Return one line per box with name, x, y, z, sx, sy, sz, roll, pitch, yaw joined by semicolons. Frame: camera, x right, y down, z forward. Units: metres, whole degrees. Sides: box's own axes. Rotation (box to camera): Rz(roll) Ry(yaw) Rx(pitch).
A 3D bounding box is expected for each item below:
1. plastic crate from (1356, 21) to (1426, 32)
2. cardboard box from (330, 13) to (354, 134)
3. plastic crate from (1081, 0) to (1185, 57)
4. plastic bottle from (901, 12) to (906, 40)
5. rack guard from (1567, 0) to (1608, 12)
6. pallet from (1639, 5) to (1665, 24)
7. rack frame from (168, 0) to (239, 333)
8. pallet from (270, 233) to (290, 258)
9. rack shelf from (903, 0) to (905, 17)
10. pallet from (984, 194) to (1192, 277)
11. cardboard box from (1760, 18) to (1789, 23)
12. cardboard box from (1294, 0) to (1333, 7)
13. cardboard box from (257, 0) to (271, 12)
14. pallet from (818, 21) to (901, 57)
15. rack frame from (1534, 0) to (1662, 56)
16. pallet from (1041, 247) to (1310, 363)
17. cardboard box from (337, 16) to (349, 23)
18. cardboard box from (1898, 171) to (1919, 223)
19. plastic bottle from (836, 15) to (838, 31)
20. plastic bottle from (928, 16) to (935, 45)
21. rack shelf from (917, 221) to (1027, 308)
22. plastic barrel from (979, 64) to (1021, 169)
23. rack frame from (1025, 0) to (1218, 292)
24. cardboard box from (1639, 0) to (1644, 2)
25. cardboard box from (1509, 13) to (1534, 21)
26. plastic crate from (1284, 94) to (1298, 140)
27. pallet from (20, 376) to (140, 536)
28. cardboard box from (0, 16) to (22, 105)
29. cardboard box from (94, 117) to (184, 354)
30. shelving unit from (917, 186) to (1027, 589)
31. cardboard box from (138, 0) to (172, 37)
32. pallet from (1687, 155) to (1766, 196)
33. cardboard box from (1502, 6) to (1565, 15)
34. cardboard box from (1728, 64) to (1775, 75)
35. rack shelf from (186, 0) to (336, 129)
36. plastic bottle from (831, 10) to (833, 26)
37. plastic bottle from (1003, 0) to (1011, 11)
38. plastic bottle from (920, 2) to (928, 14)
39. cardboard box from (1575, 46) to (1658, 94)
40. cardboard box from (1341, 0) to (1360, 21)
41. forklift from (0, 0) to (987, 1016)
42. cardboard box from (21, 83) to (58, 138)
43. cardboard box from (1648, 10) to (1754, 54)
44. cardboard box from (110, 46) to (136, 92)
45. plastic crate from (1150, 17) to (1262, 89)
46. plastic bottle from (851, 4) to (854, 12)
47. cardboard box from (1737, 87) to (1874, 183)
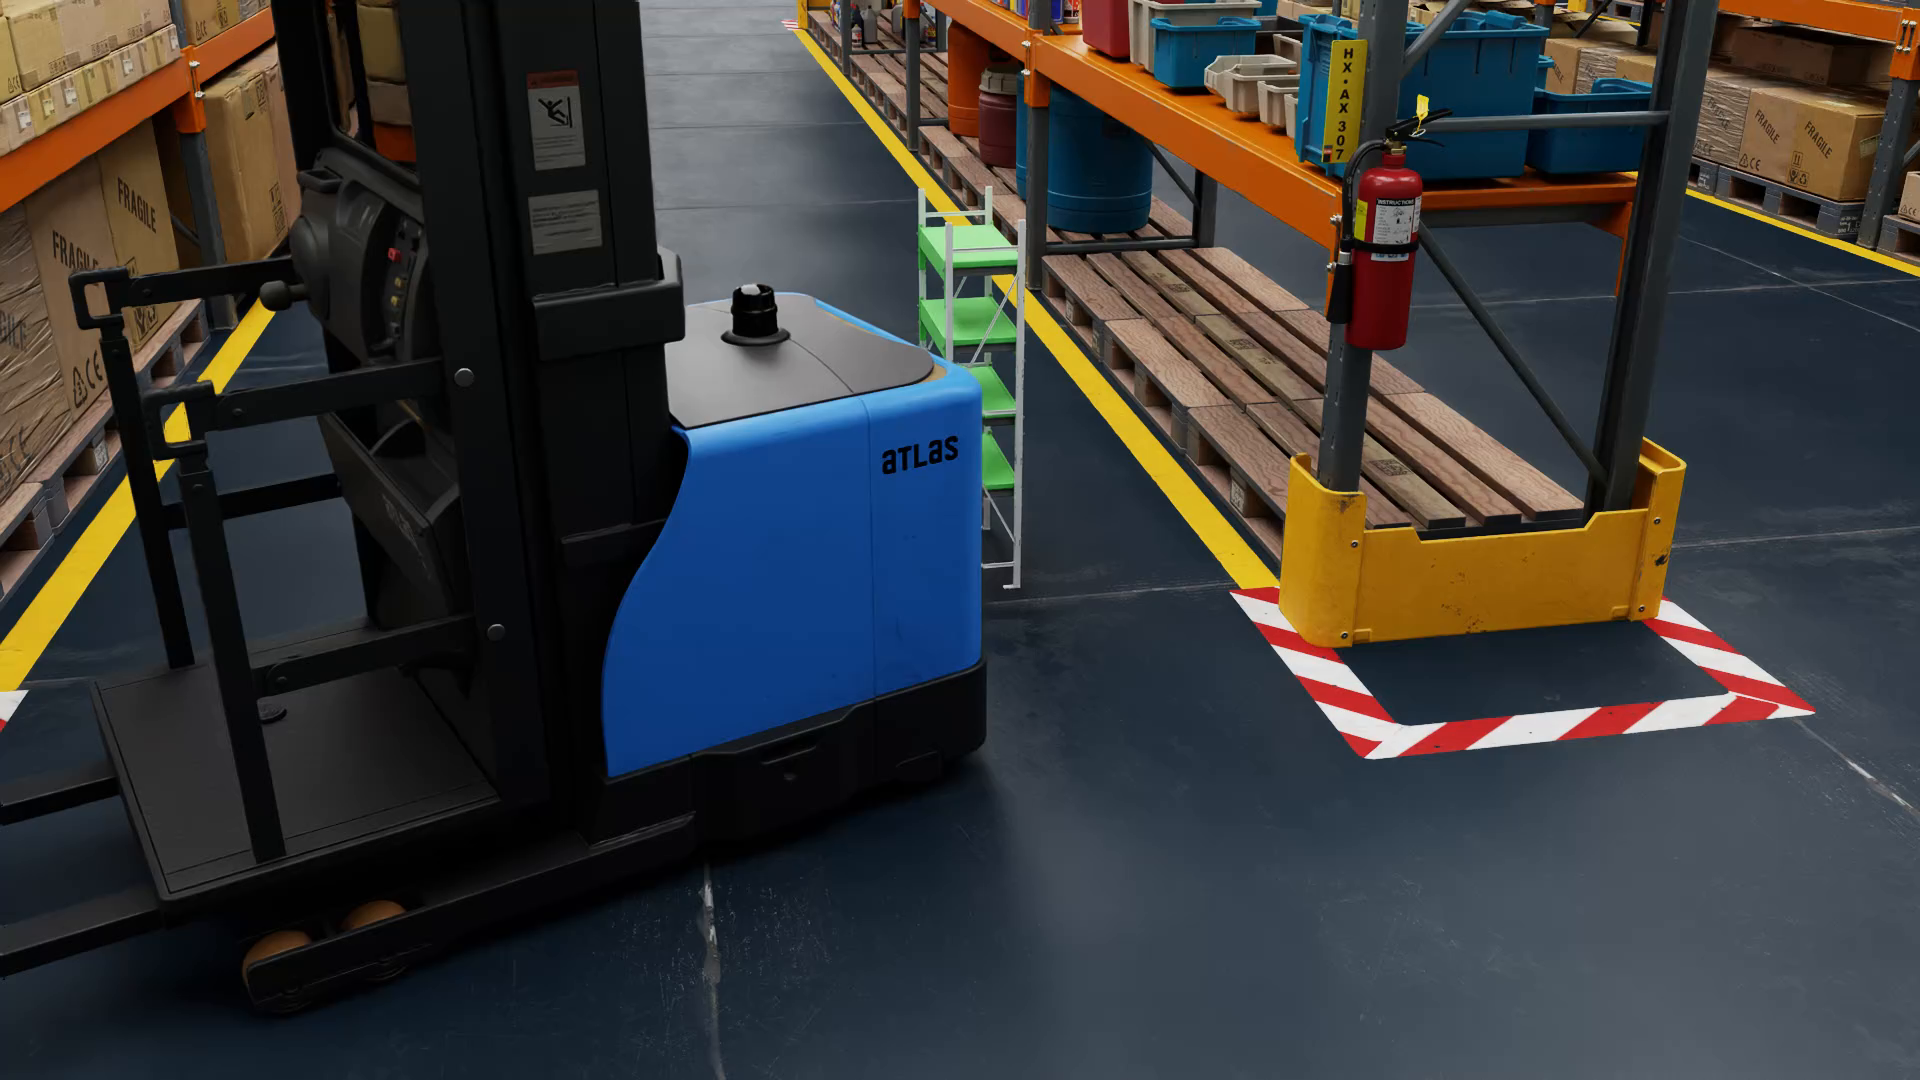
plastic crate;1.563;-1.872;6.423;0.416;0.233;0.300;-4;24;-10
cardboard box;-4.655;-2.890;10.749;1.225;0.875;0.875;-5;24;-12
plastic crate;0.763;-2.424;7.398;0.402;0.464;0.583;-4;24;-10
plastic bottle;-0.518;-5.209;16.689;0.144;0.351;0.185;-4;24;-10
rack guard;8.376;-7.015;21.187;1.175;0.500;0.348;-4;24;-10
pallet;8.714;-6.082;19.411;1.003;0.211;1.213;-4;24;-10
rack frame;-4.023;-2.371;7.430;1.000;3.000;0.127;-4;24;-10
pallet;-4.468;-1.871;9.771;1.003;0.211;1.213;-4;24;-10
rack shelf;-0.265;-4.767;13.817;1.077;0.370;4.000;-4;24;-10
pallet;0.743;-1.766;9.529;1.003;0.211;1.213;-4;24;-10
cardboard box;8.973;-5.728;18.109;0.380;0.166;0.250;-8;25;-17
cardboard box;3.853;-5.889;17.459;0.500;0.500;0.500;-4;24;-10
cardboard box;-4.149;-3.213;9.234;0.500;0.500;0.500;-4;24;-9
pallet;-0.947;-5.354;17.745;1.003;0.211;1.213;-4;24;-10
rack frame;4.974;-4.676;12.708;1.000;3.000;0.127;-4;24;-10
pallet;1.019;-1.173;8.172;1.003;0.211;1.213;-4;24;-10
cardboard box;-5.340;-4.141;14.058;0.700;0.500;0.500;-4;24;-10
cardboard box;5.579;-1.891;9.141;0.500;0.311;0.500;-4;24;-10
plastic bottle;-1.245;-5.427;17.375;0.097;0.201;0.097;0;24;0
plastic bottle;-0.263;-4.993;16.293;0.097;0.271;0.097;0;24;0
rack shelf;0.031;-0.866;5.194;0.258;0.148;0.480;-4;24;-10
plastic barrel;0.421;-2.762;10.815;0.600;0.588;0.708;-4;24;-10
rack frame;0.845;-2.737;8.269;1.000;3.000;0.127;-4;24;-10
cardboard box;8.507;-6.657;20.054;0.500;0.311;0.500;-2;24;-5
cardboard box;4.532;-4.257;13.959;0.500;0.311;0.500;-5;24;-11
plastic crate;1.256;-1.378;5.411;0.396;0.136;0.243;-4;24;-10
pallet;-3.730;-0.307;6.189;1.003;0.211;1.213;-4;24;-10
cardboard box;-3.298;-1.475;5.196;0.500;0.250;0.500;-5;24;-12
cardboard box;-3.979;-1.324;7.163;0.875;0.875;0.875;-4;24;-10
shelving unit;0.031;-0.485;5.361;0.258;1.200;0.503;-4;24;-10
cardboard box;-3.683;-2.284;7.047;0.500;0.250;0.500;-5;24;-11
pallet;5.297;-2.622;11.491;1.003;0.211;1.213;-4;24;-10
cardboard box;4.968;-4.499;14.515;0.500;0.311;0.500;-5;24;-11
cardboard box;5.576;-2.972;11.380;0.500;0.500;0.500;-5;24;-12
rack shelf;-4.393;-2.828;9.375;1.077;0.370;4.000;-4;24;-10
plastic bottle;-1.326;-5.599;17.770;0.097;0.201;0.097;0;24;0
plastic bottle;0.319;-3.125;9.218;0.144;0.351;0.185;-4;24;-10
plastic bottle;-0.376;-5.220;16.713;0.144;0.351;0.185;-4;24;-8
cardboard box;4.879;-3.326;12.191;0.500;0.500;0.500;-5;24;-12
cardboard box;4.066;-5.257;16.250;0.500;0.311;0.500;-4;24;-10
forklift;-1.448;-0.595;3.449;3.031;2.935;1.130;-14;27;-30
cardboard box;-3.310;-1.451;5.638;0.380;0.149;0.250;-5;24;-11
cardboard box;5.392;-3.703;12.117;0.500;0.250;0.500;-3;24;-8
cardboard box;-3.502;-1.856;6.566;0.380;0.149;0.250;-4;24;-9
plastic crate;0.953;-1.903;6.494;0.416;0.233;0.300;-4;24;-10
plastic bottle;-1.072;-5.179;16.620;0.144;0.351;0.185;-6;24;-12
cardboard box;5.257;-2.526;10.360;0.500;0.500;0.500;-4;24;-10
